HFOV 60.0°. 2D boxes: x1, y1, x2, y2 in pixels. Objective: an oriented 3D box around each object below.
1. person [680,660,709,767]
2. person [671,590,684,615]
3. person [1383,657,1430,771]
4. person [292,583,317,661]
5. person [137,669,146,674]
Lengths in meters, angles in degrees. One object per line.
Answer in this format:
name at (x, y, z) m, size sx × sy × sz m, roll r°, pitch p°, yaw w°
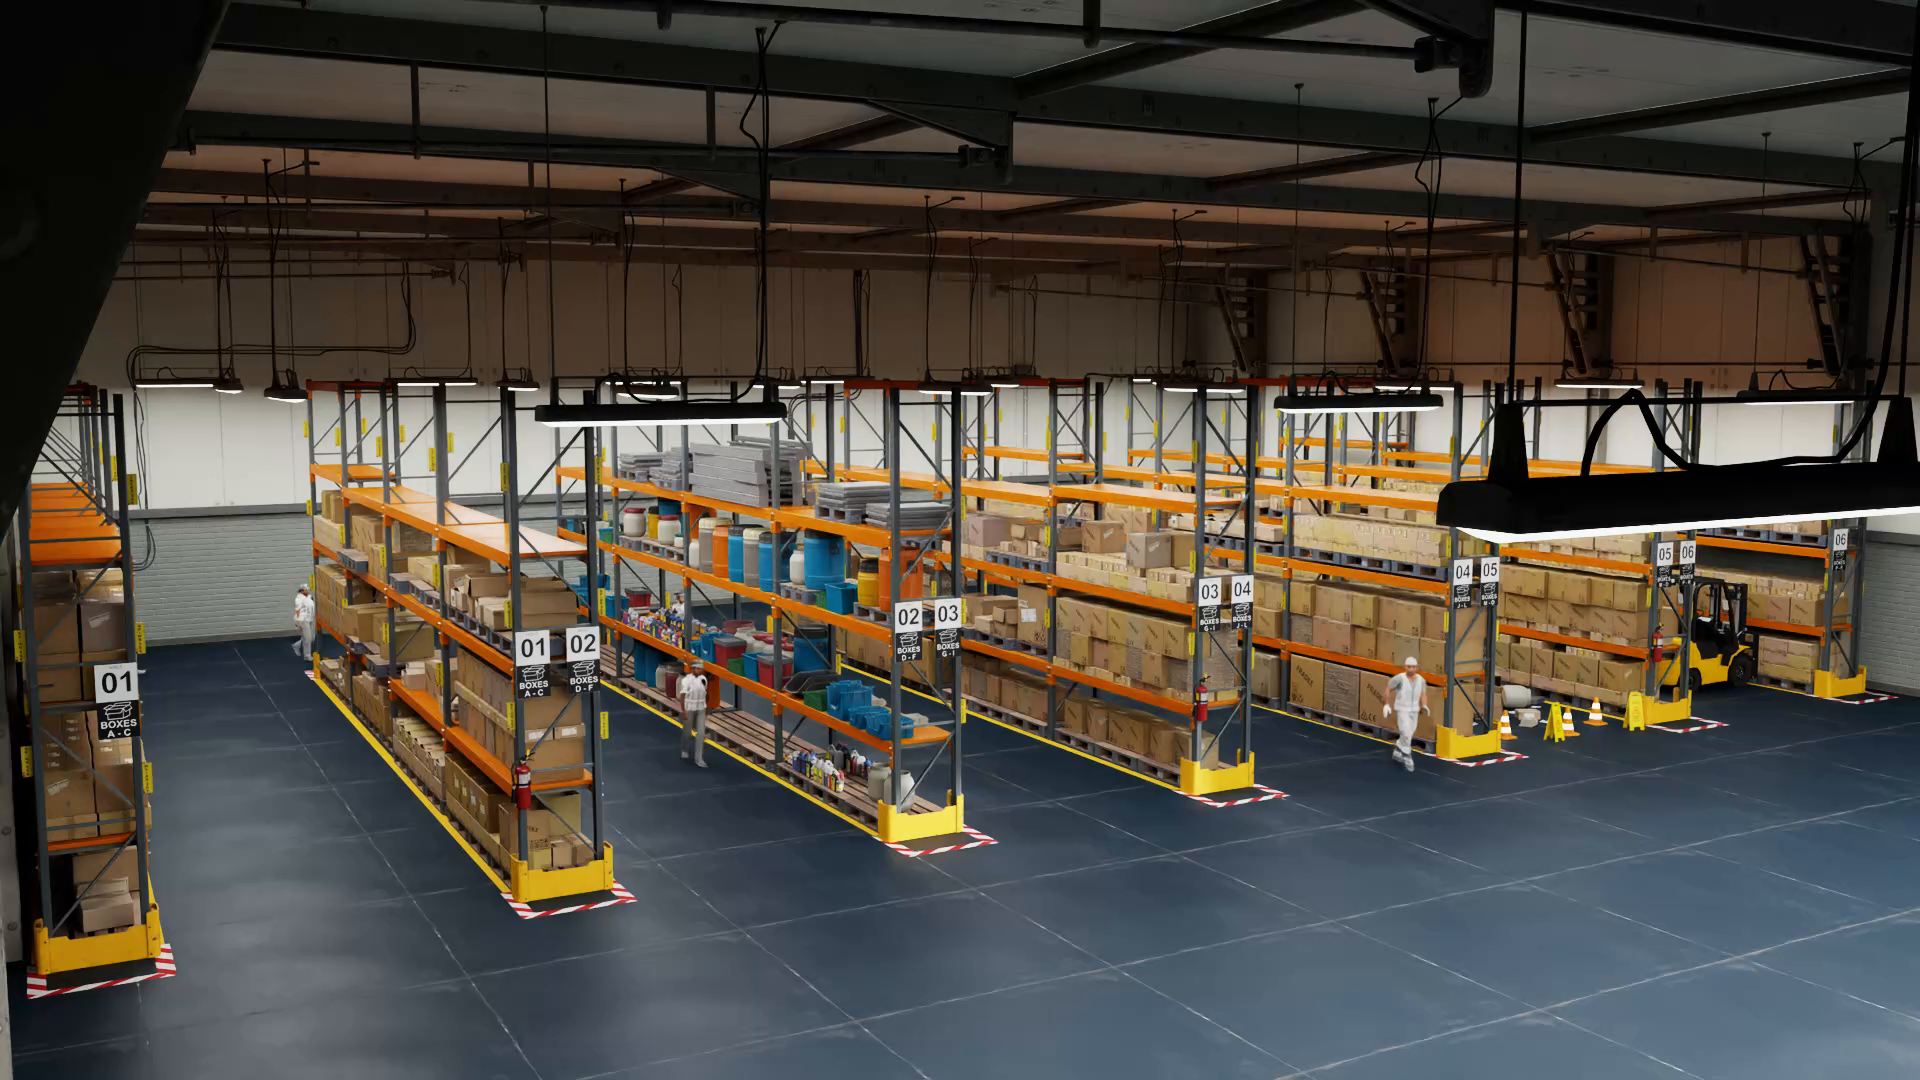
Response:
person at (-4.197, 2.717, 26.368) m, size 0.539 × 1.659 × 0.807 m, roll -4°, pitch 7°, yaw -34°
person at (-5.800, 1.834, 34.495) m, size 0.486 × 1.623 × 1.049 m, roll -4°, pitch 7°, yaw -30°
person at (6.992, 2.736, 26.084) m, size 0.666 × 1.844 × 0.758 m, roll -2°, pitch 6°, yaw -17°
person at (-13.998, 1.731, 35.430) m, size 0.660 × 1.643 × 0.486 m, roll 1°, pitch 6°, yaw 11°
person at (-16.968, 1.859, 33.695) m, size 0.768 × 1.770 × 0.535 m, roll -4°, pitch 7°, yaw -31°
